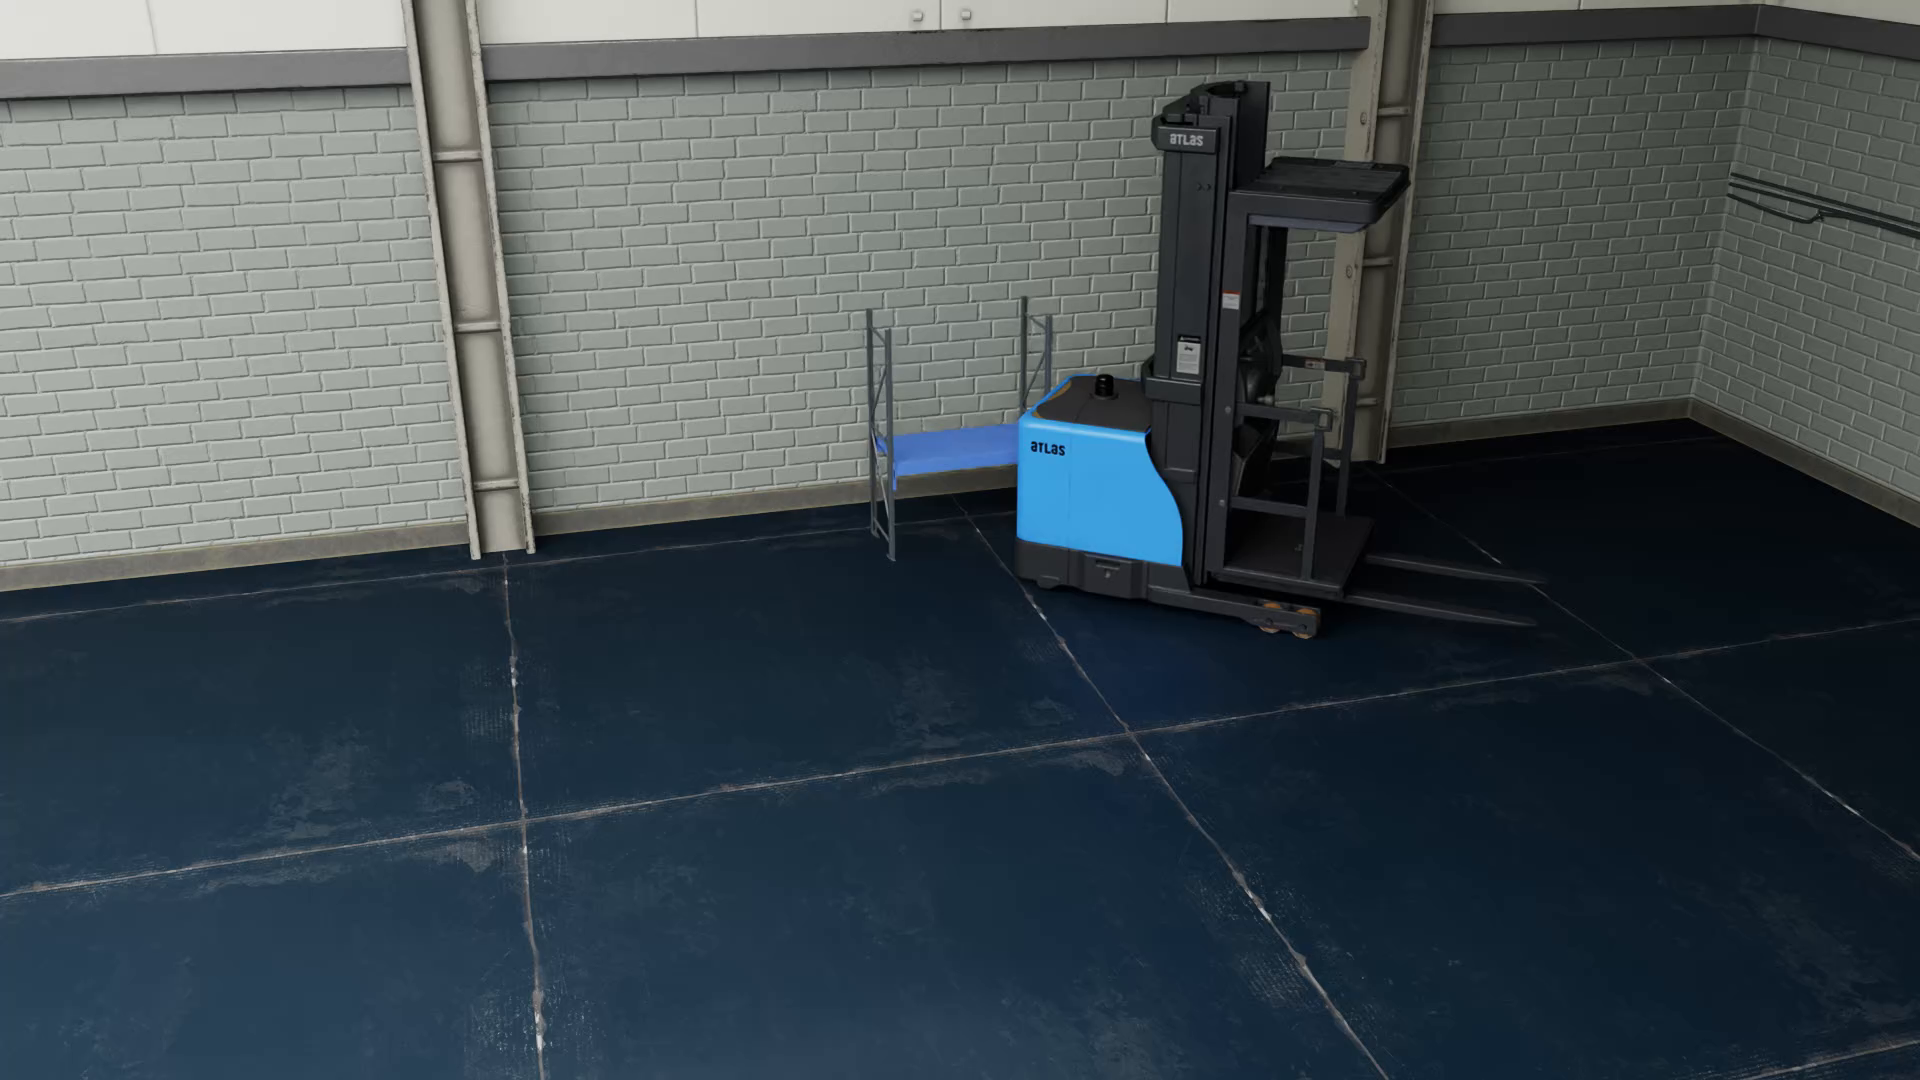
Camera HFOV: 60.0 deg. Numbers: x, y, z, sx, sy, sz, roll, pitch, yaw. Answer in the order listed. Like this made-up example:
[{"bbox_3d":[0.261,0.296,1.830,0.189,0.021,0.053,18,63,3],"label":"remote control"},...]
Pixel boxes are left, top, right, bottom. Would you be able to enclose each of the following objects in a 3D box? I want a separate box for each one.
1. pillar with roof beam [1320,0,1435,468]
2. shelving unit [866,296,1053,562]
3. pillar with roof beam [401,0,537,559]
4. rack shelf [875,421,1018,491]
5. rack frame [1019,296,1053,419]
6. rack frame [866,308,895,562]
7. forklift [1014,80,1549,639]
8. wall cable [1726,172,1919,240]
[{"bbox_3d":[4.017,-3.096,6.554,0.400,9.000,9.100,-6,24,-14],"label":"pillar with roof beam"},{"bbox_3d":[-0.009,-0.709,10.500,1.048,1.500,0.538,-7,24,-16],"label":"shelving unit"},{"bbox_3d":[-1.760,-2.457,5.065,0.400,9.000,9.100,-6,24,-14],"label":"pillar with roof beam"},{"bbox_3d":[-0.009,-0.543,10.571,1.000,0.185,0.538,-7,24,-16],"label":"rack shelf"},{"bbox_3d":[0.477,-0.768,10.638,0.032,1.500,0.500,-7,24,-16],"label":"rack frame"},{"bbox_3d":[-0.494,-0.649,10.361,0.032,1.500,0.500,-7,24,-16],"label":"rack frame"},{"bbox_3d":[1.893,-1.025,9.422,3.031,2.935,1.130,9,25,21],"label":"forklift"},{"bbox_3d":[6.048,-3.116,10.537,0.112,2.526,3.097,-6,24,-14],"label":"wall cable"}]
